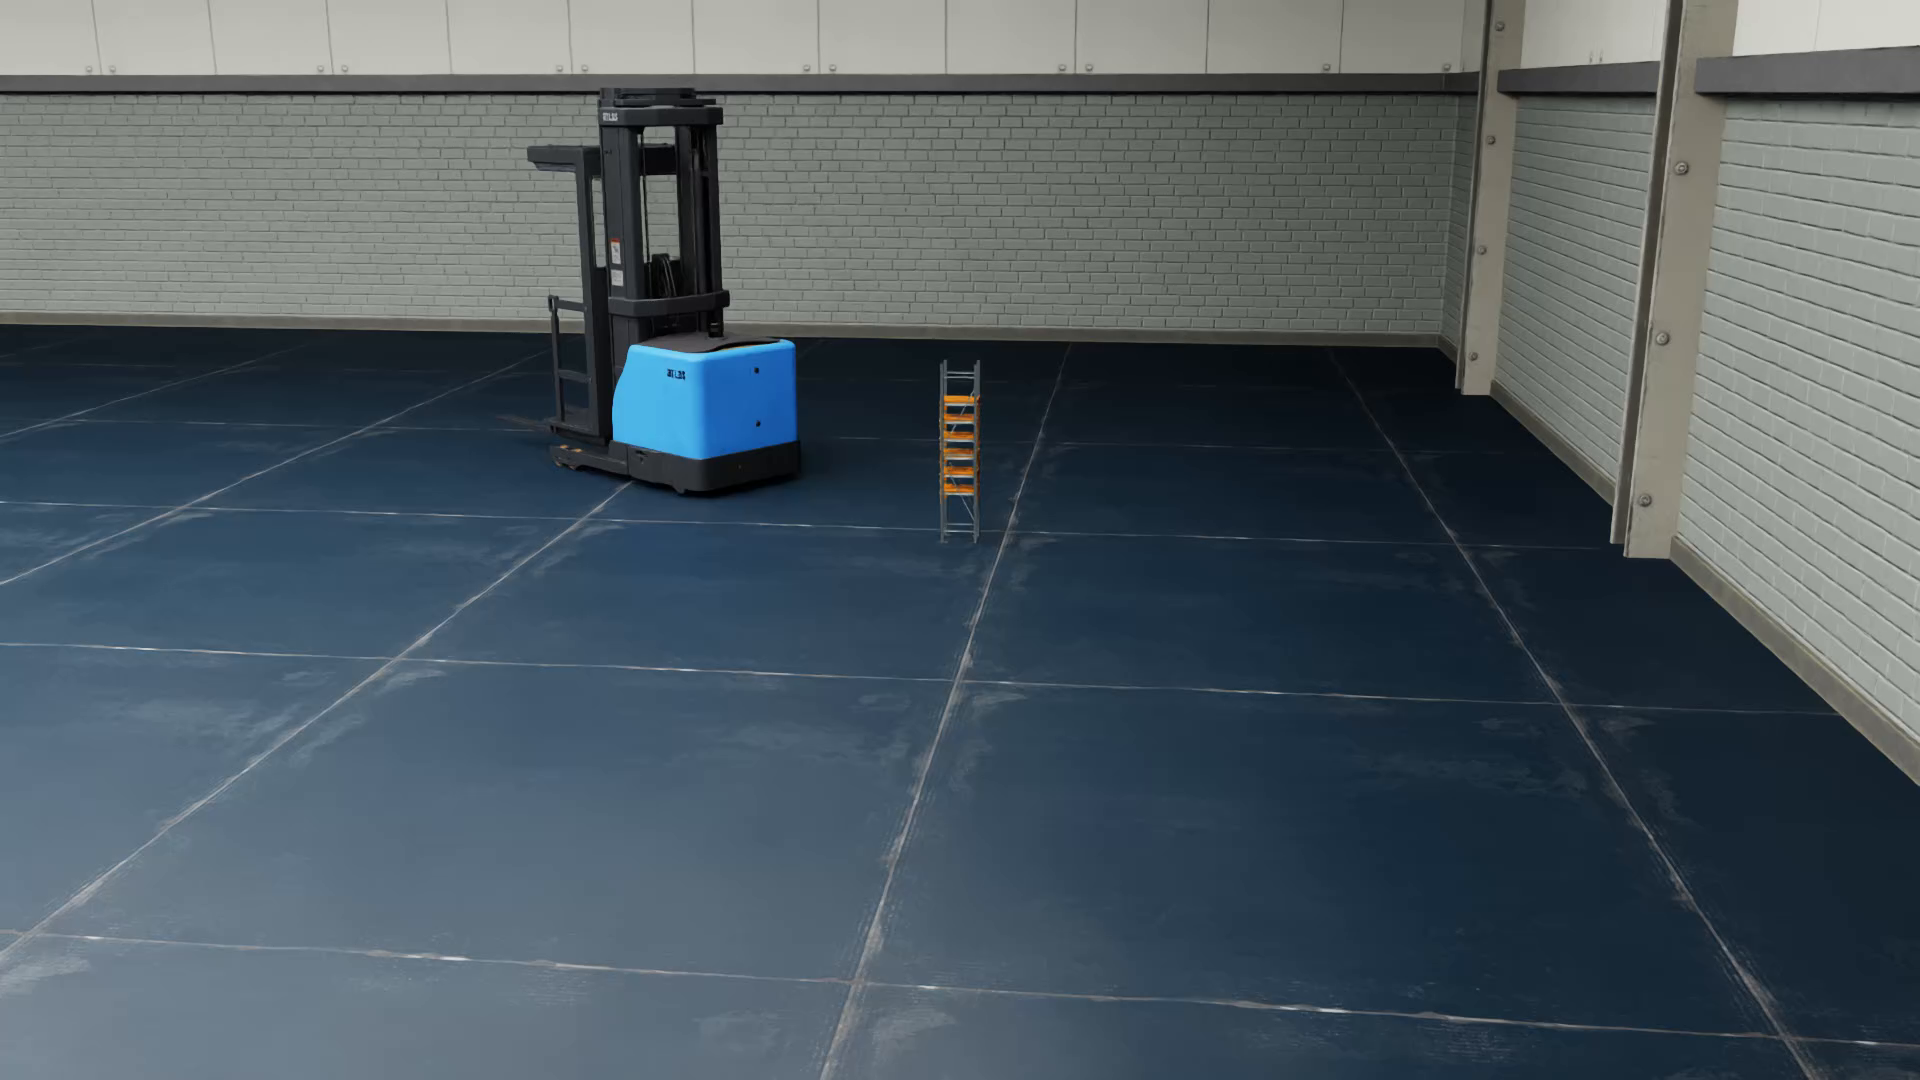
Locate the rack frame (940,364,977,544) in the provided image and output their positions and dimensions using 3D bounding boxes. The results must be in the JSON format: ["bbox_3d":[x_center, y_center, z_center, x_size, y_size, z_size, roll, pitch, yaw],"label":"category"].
[{"bbox_3d":[-0.009,-0.559,10.932,0.240,1.200,0.006,2,15,6],"label":"rack frame"}]

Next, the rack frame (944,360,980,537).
[{"bbox_3d":[0.012,-0.607,11.107,0.240,1.200,0.006,2,15,6],"label":"rack frame"}]

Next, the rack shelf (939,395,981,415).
[{"bbox_3d":[0.002,-0.888,10.937,0.258,0.103,0.180,2,15,6],"label":"rack shelf"}]

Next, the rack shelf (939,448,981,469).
[{"bbox_3d":[0.002,-0.540,11.031,0.258,0.103,0.180,2,15,6],"label":"rack shelf"}]

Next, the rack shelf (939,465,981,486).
[{"bbox_3d":[0.002,-0.424,11.062,0.258,0.103,0.180,2,15,6],"label":"rack shelf"}]

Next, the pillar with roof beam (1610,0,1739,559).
[{"bbox_3d":[0.201,-4.406,10.217,9.100,9.000,0.400,2,15,6],"label":"pillar with roof beam"}]

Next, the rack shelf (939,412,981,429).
[{"bbox_3d":[0.002,-0.772,10.968,0.258,0.103,0.180,2,15,6],"label":"rack shelf"}]

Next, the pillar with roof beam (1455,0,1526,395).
[{"bbox_3d":[0.878,-5.962,15.972,9.100,9.000,0.400,2,15,6],"label":"pillar with roof beam"}]

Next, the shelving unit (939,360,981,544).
[{"bbox_3d":[0.002,-0.583,11.019,0.258,1.200,0.189,2,15,6],"label":"shelving unit"}]

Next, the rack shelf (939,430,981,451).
[{"bbox_3d":[0.002,-0.656,11.000,0.258,0.103,0.180,2,15,6],"label":"rack shelf"}]

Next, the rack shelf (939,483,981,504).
[{"bbox_3d":[0.002,-0.308,11.094,0.258,0.103,0.180,2,15,6],"label":"rack shelf"}]

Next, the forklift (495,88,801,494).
[{"bbox_3d":[-2.654,-2.062,13.171,3.031,2.935,1.130,14,20,41],"label":"forklift"}]
